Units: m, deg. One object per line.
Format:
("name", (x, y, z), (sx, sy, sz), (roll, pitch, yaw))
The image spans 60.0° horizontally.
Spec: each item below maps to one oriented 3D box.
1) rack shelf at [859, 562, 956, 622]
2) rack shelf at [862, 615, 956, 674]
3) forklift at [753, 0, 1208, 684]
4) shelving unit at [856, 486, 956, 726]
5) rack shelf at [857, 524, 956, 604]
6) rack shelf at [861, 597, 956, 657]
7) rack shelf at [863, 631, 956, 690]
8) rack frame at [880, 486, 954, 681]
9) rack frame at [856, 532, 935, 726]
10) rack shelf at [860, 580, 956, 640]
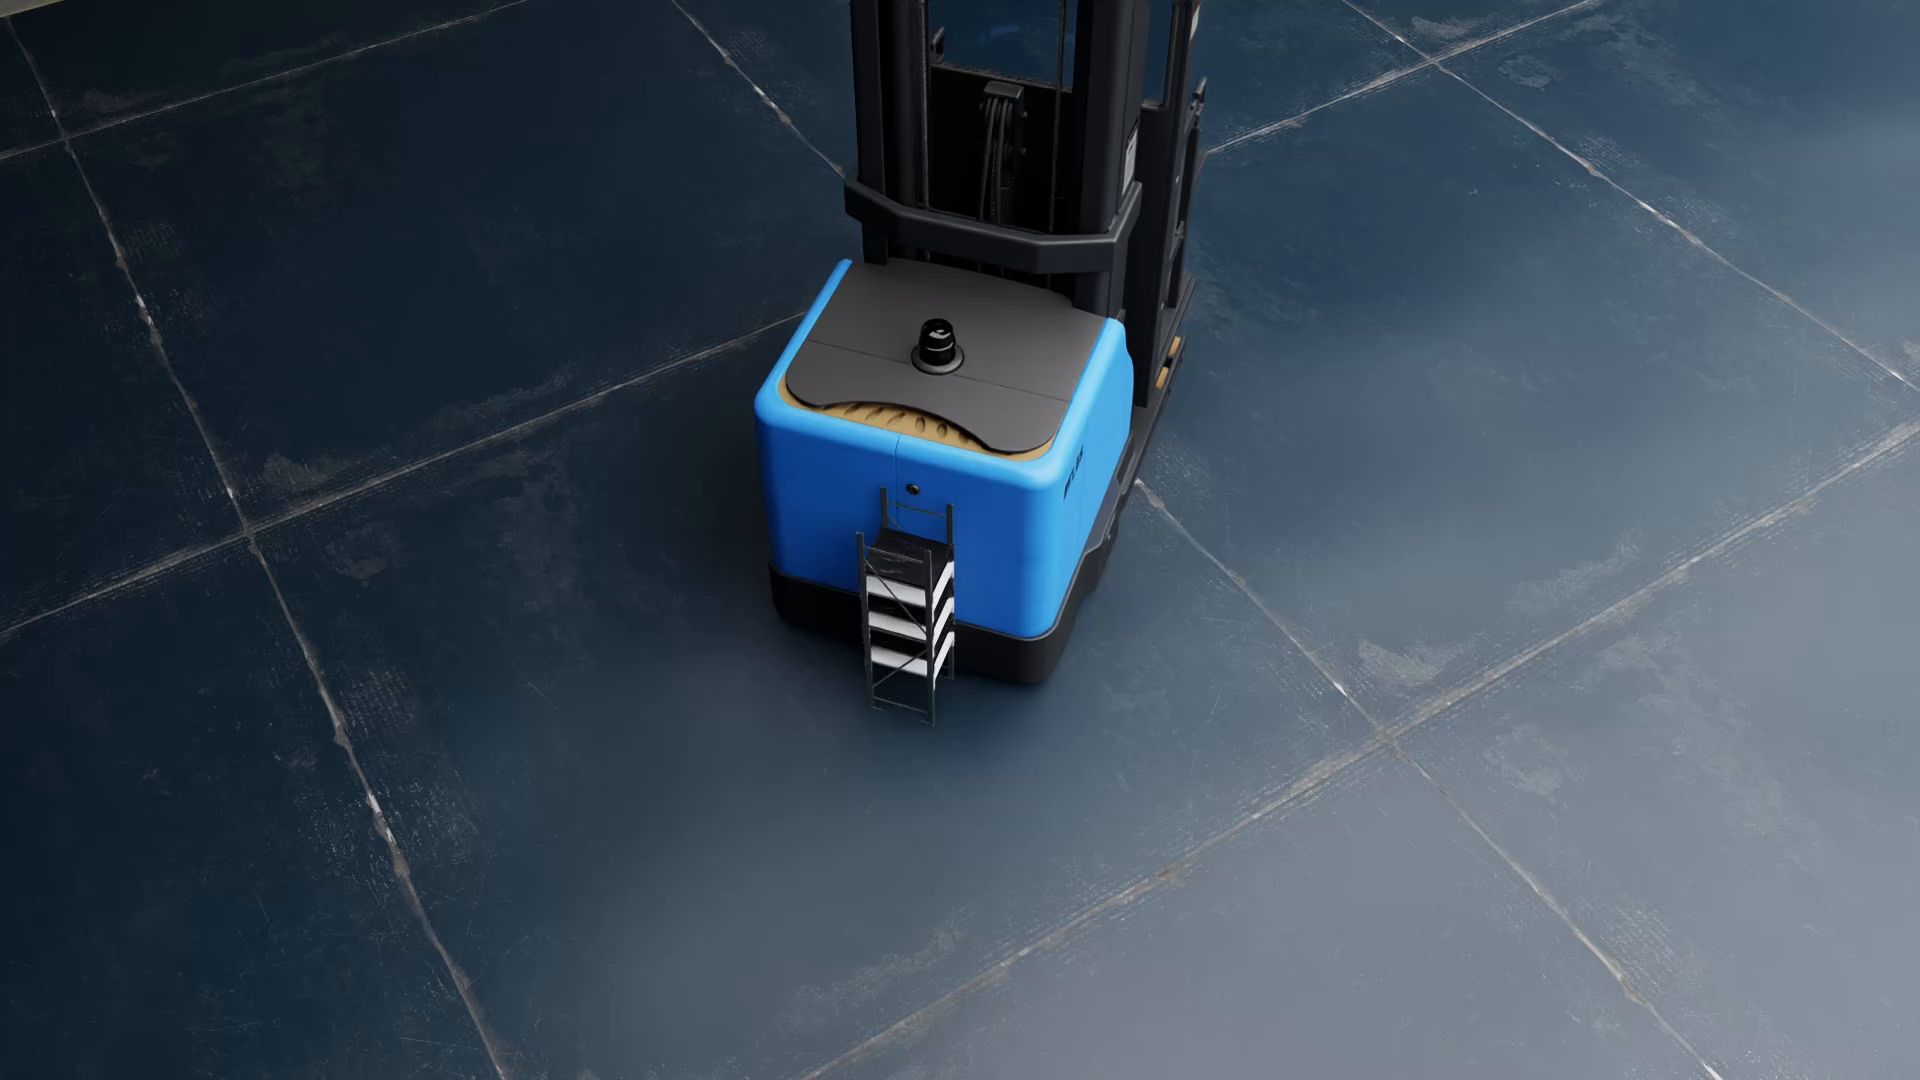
("rack shelf", (-0.168, 0.135, 5.330), (0.258, 0.077, 0.200), (15, 50, 13))
("rack shelf", (-0.168, 0.315, 5.532), (0.258, 0.077, 0.200), (15, 50, 13))
("forklift", (0.294, -1.608, 5.719), (1.130, 2.935, 3.031), (15, 50, 13))
("shelving unit", (-0.168, 0.233, 5.440), (0.258, 0.900, 0.210), (15, 50, 13))
("rack shelf", (-0.168, 0.076, 5.263), (0.258, 0.077, 0.200), (15, 50, 13))
("rack shelf", (-0.168, 0.255, 5.465), (0.258, 0.077, 0.200), (15, 50, 13))
("rack shelf", (-0.168, 0.375, 5.599), (0.258, 0.077, 0.200), (15, 50, 13))
("rack frame", (-0.135, 0.161, 5.504), (0.240, 0.900, 0.006), (15, 50, 13))
("rack frame", (-0.201, 0.305, 5.376), (0.240, 0.900, 0.006), (15, 50, 13))
("rack shelf", (-0.168, 0.195, 5.398), (0.258, 0.077, 0.200), (15, 50, 13))
